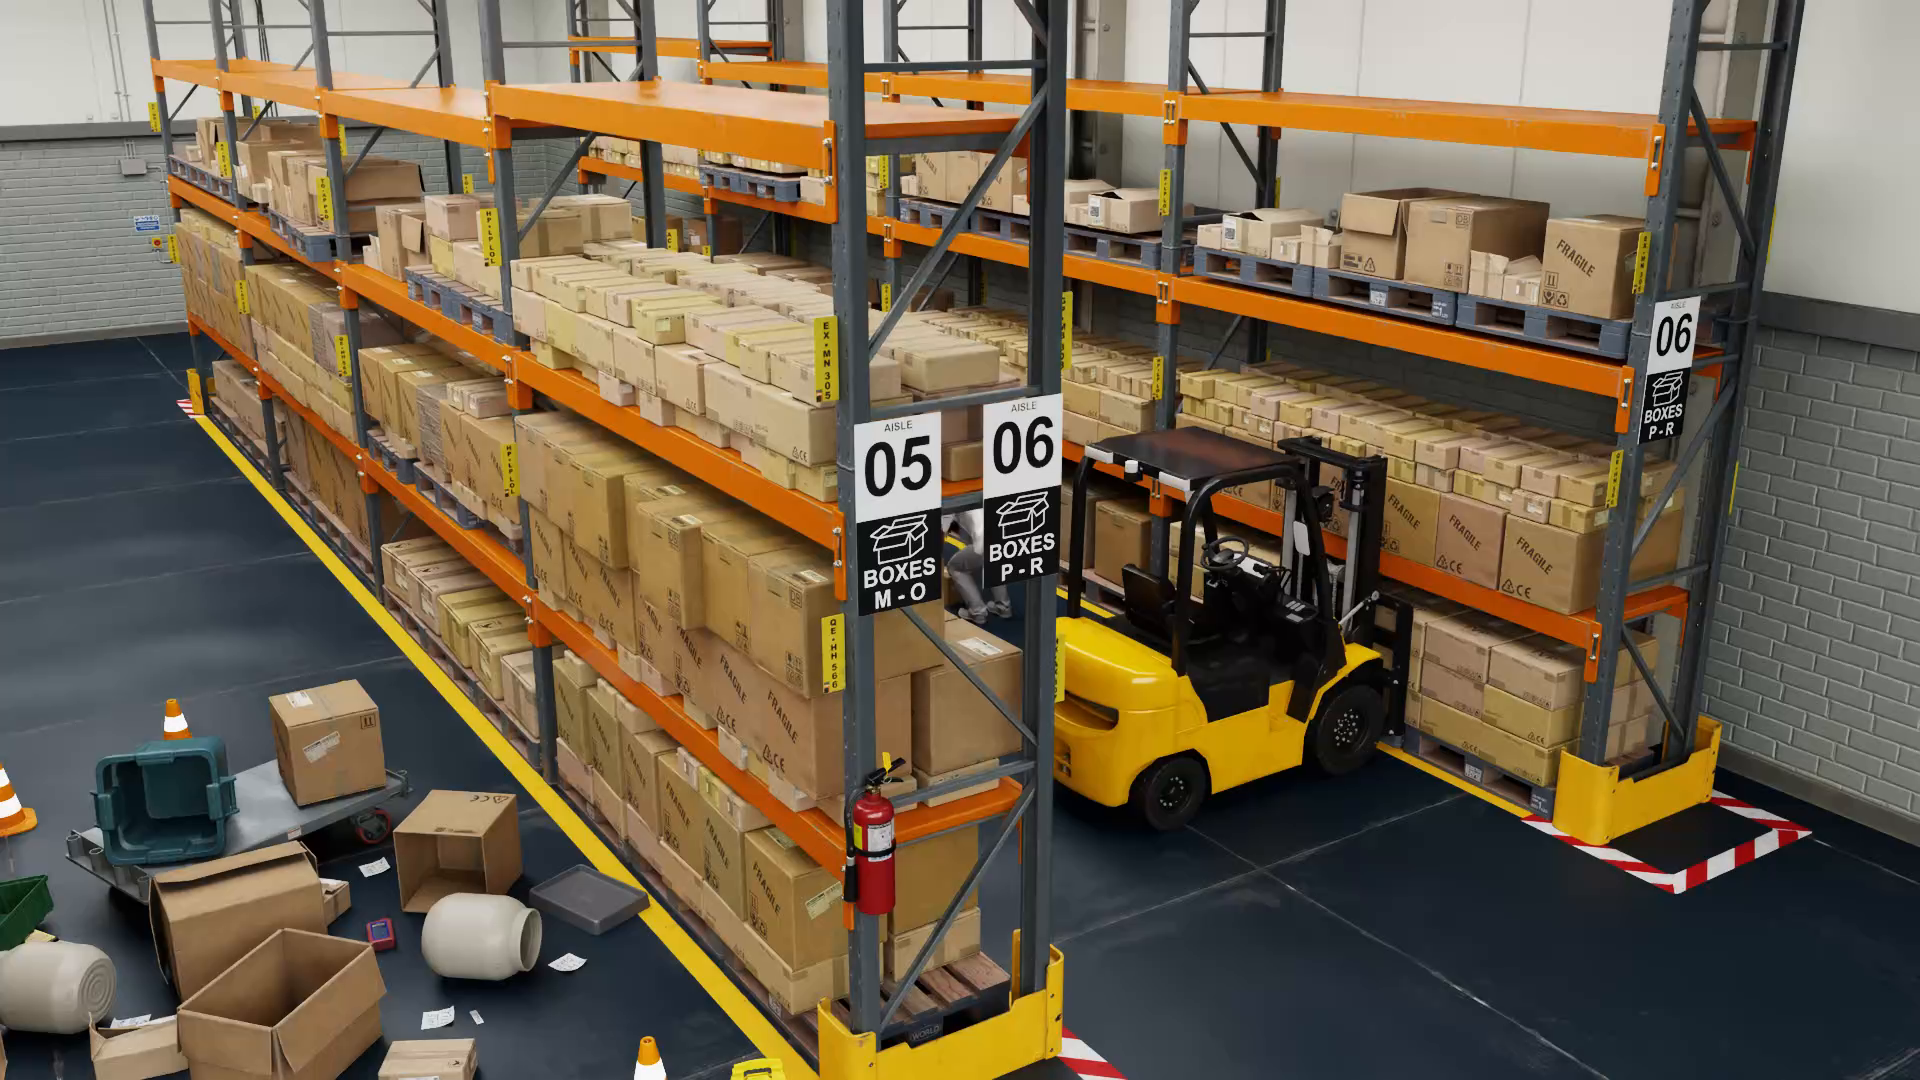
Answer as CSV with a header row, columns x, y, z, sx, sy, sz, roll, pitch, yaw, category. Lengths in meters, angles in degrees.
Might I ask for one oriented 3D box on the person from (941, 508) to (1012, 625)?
x,y,z,sx,sy,sz,roll,pitch,yaw,category
0.117,0.023,13.329,0.622,1.224,0.827,-11,21,-32,person
